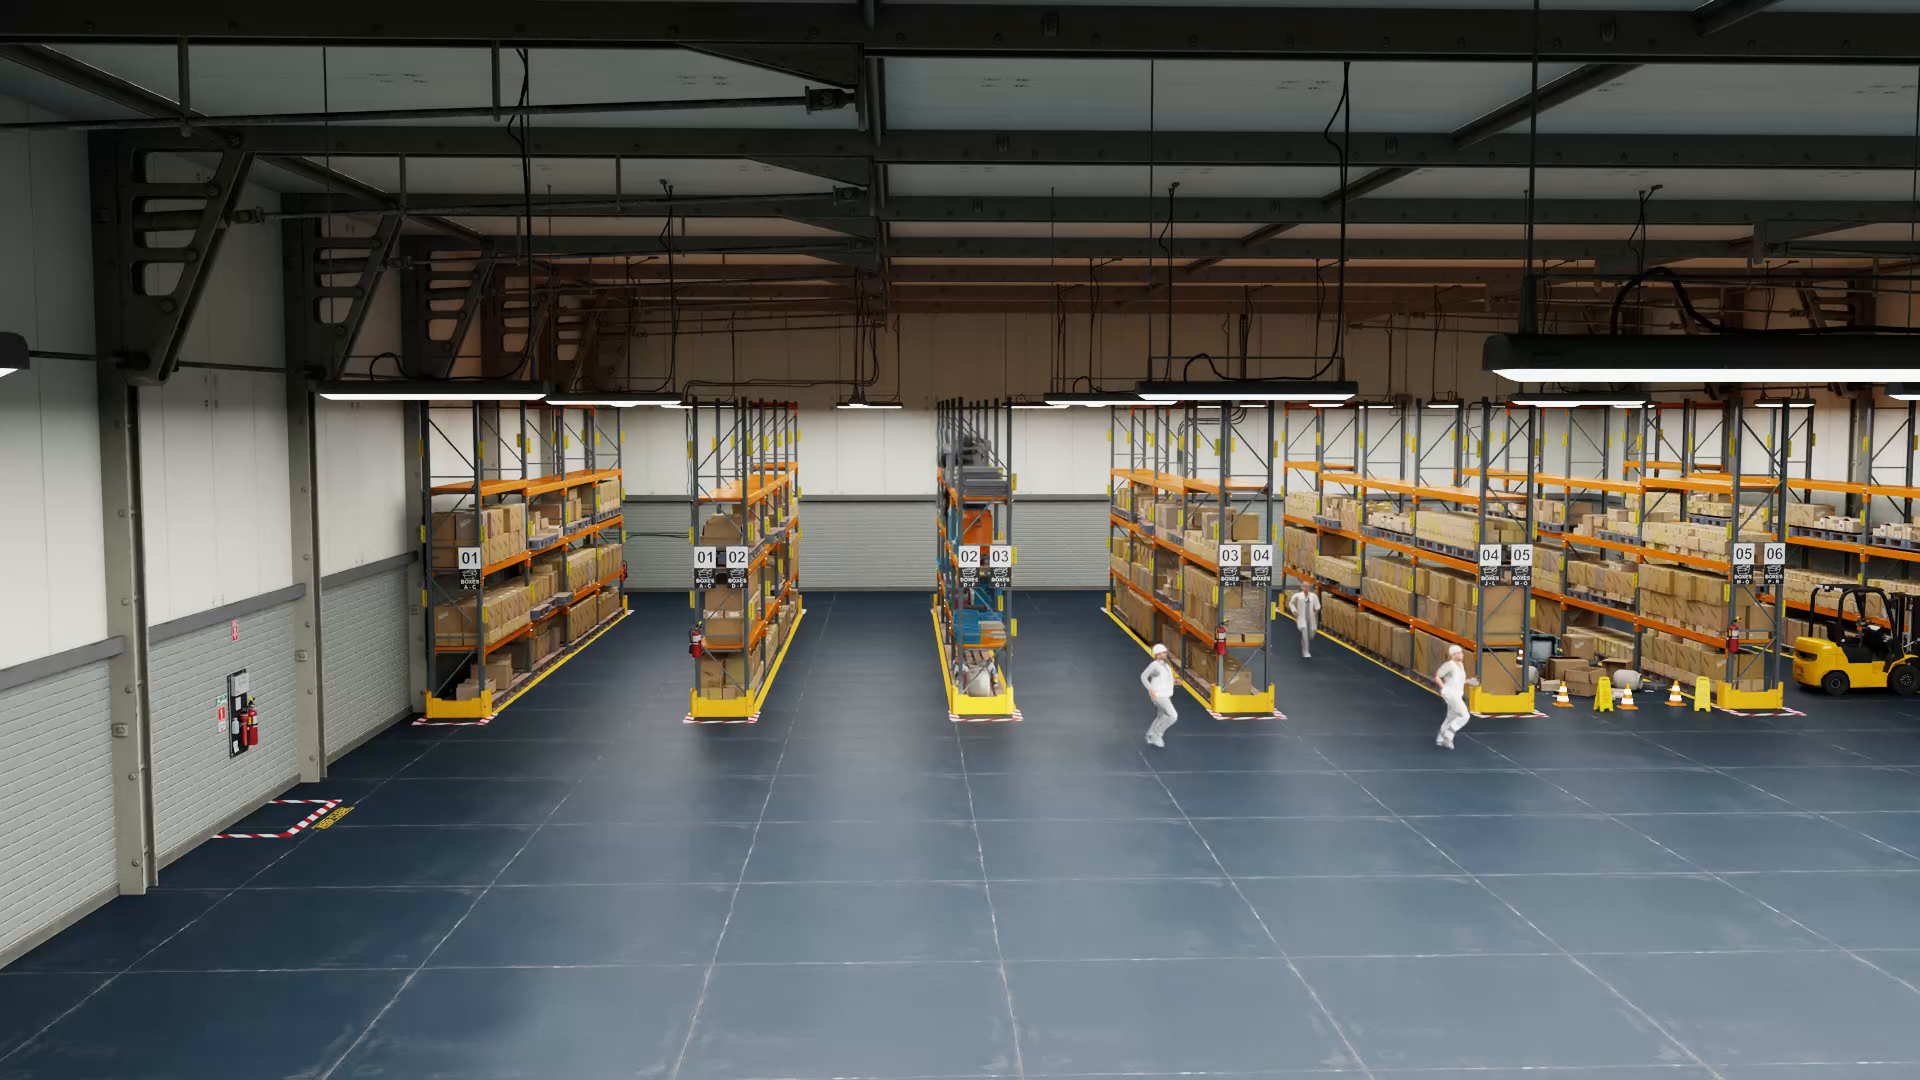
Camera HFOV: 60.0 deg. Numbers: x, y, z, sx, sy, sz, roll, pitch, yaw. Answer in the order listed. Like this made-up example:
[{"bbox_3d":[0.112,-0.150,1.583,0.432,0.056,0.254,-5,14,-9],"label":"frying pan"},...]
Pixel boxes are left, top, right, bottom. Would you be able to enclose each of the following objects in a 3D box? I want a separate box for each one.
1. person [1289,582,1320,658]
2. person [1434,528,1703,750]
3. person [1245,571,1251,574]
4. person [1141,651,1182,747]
[{"bbox_3d":[8.060,1.892,38.834,0.719,1.664,0.912,0,4,-4],"label":"person"},{"bbox_3d":[11.597,1.658,31.000,2.768,3.340,8.956,3,5,33],"label":"person"},{"bbox_3d":[8.037,1.347,46.494,0.643,1.638,0.839,1,4,7],"label":"person"},{"bbox_3d":[3.464,2.679,28.335,0.670,1.698,0.637,2,5,28],"label":"person"}]
